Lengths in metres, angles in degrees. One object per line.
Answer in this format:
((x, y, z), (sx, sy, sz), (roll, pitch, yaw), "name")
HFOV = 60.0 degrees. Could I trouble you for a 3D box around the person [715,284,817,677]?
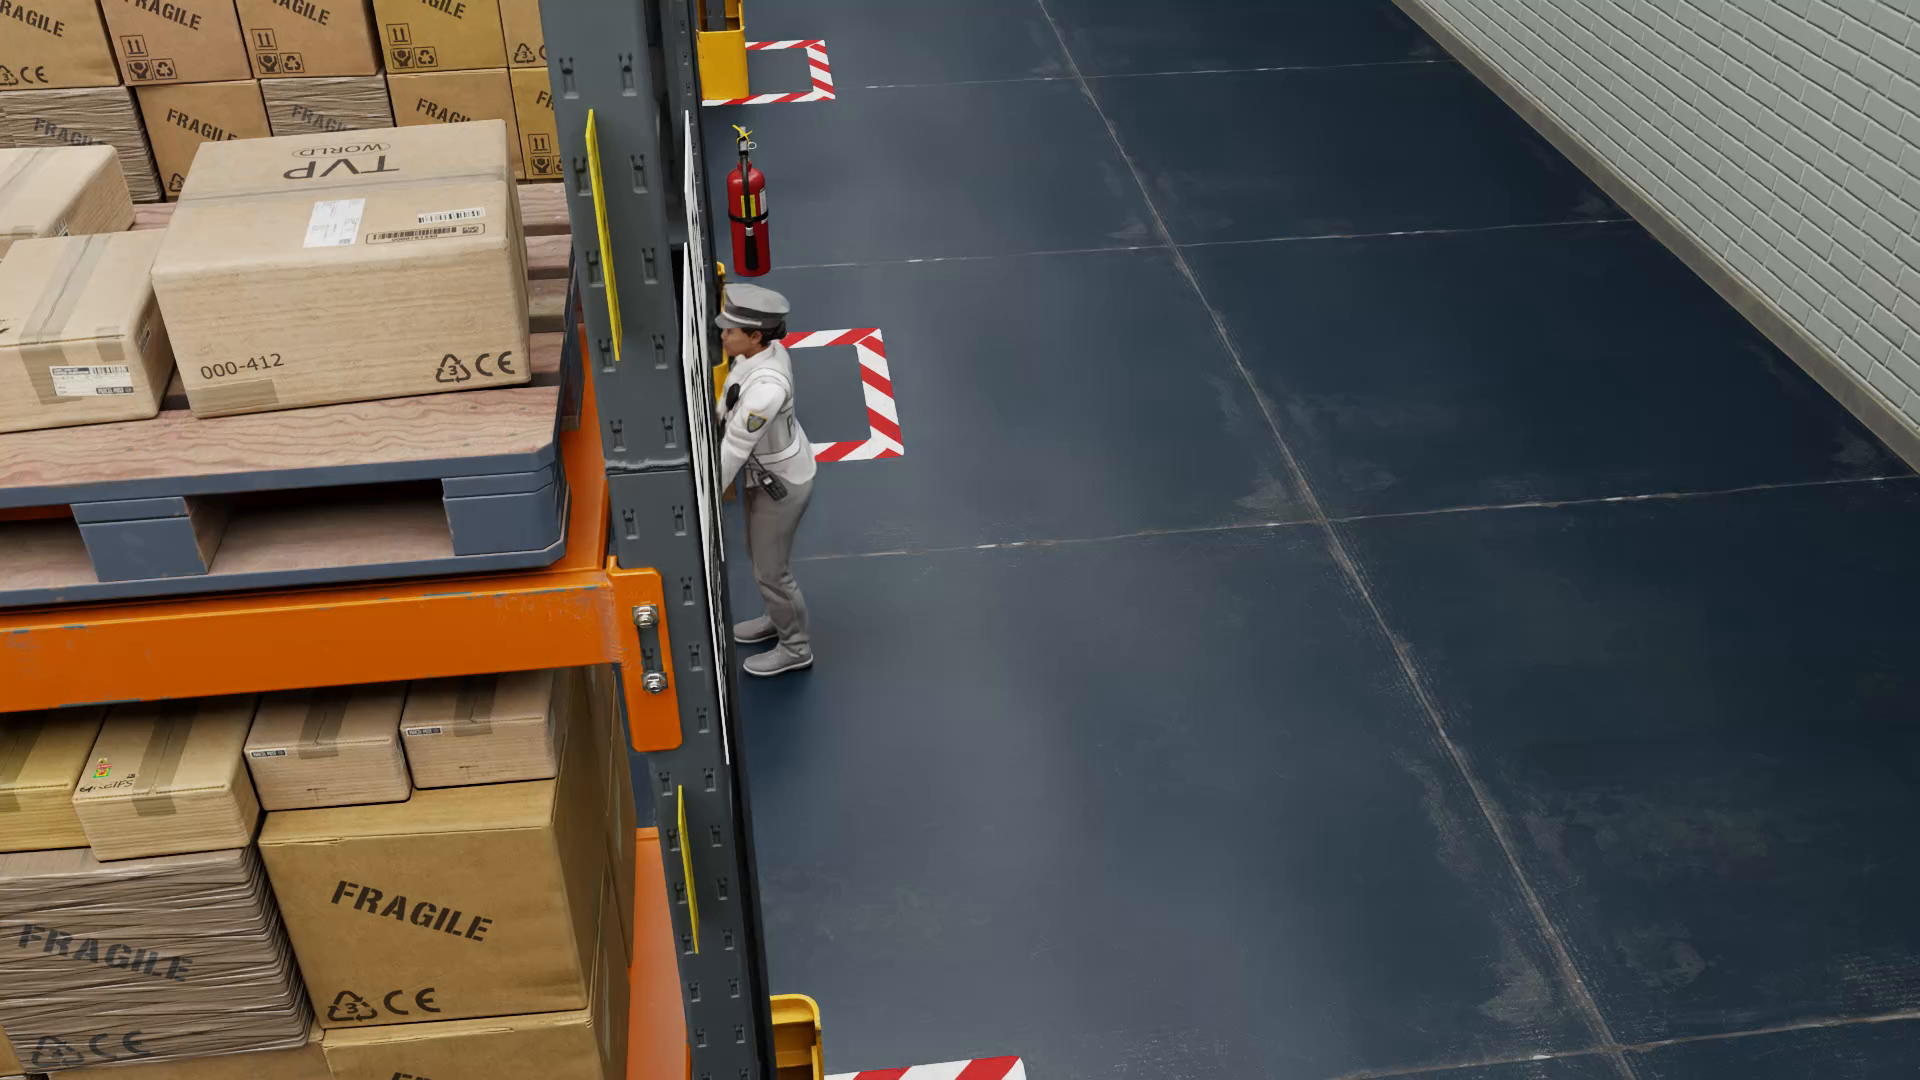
((-0.819, -0.219, 6.449), (0.528, 1.682, 0.417), (-5, 35, -7), "person")
